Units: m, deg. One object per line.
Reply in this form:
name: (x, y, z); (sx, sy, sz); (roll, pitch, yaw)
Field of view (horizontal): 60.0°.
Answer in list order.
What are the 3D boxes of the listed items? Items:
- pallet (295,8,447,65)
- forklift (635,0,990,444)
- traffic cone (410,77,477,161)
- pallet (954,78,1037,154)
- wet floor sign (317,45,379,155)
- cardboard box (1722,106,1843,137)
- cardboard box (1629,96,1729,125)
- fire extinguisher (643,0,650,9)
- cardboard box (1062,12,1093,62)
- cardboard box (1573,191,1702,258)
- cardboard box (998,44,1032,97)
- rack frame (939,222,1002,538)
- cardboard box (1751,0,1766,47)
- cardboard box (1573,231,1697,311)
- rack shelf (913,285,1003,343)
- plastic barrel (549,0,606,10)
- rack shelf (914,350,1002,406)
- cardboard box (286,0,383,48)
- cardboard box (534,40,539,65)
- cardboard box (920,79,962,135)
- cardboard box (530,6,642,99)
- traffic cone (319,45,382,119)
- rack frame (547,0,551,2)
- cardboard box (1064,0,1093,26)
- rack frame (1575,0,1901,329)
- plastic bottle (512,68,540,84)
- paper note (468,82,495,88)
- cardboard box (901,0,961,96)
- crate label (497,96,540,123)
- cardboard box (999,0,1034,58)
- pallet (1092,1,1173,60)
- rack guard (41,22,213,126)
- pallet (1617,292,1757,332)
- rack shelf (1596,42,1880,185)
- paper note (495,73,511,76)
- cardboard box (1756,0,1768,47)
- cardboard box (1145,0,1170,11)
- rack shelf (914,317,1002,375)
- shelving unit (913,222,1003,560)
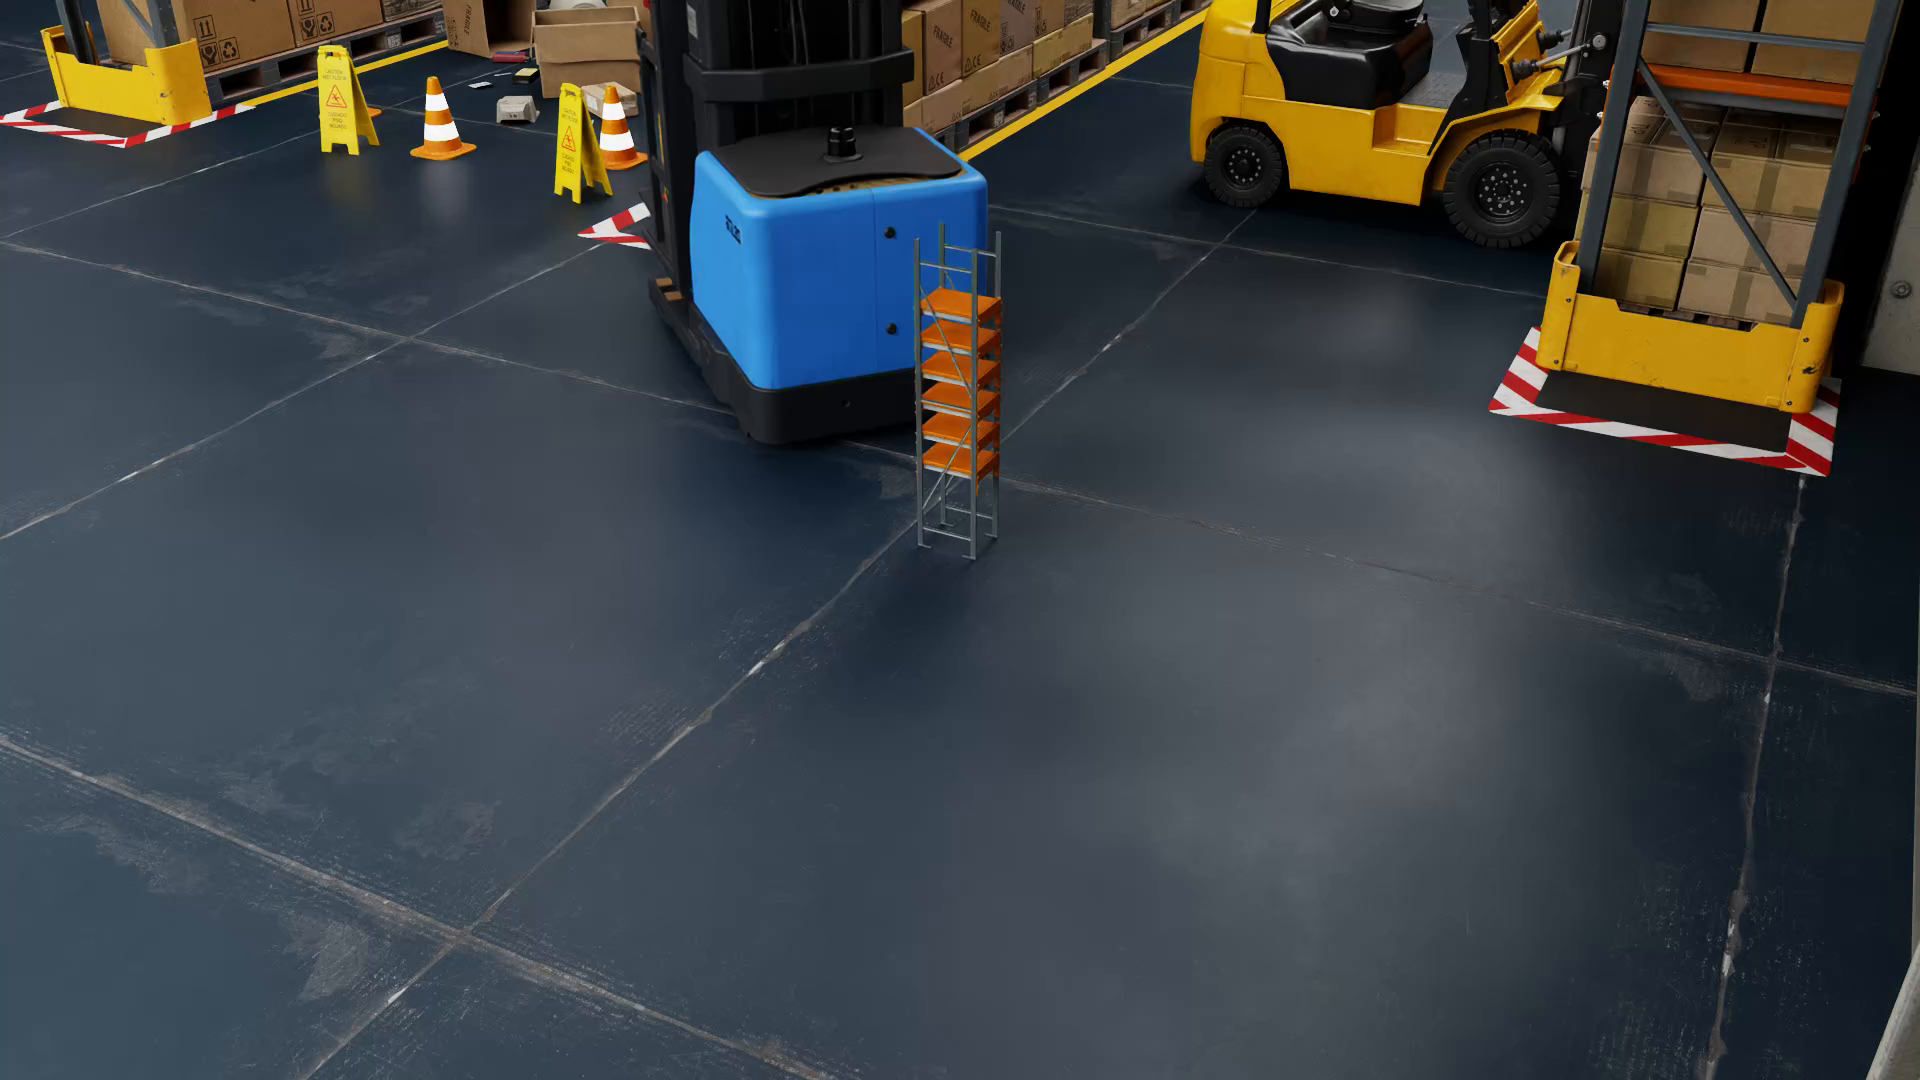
pallet: (-4.778, -3.960, 12.934); (1.003, 0.211, 1.213); (14, 33, 23)
forklift: (-0.893, -2.379, 7.449); (1.130, 2.935, 3.031); (-11, 32, -19)
traffic cone: (-3.272, -2.665, 10.425); (0.336, 0.463, 0.334); (14, 33, 23)
pallet: (-0.184, -2.896, 11.081); (1.003, 0.211, 1.213); (14, 33, 23)
wet floor sign: (-3.880, -2.775, 10.435); (0.267, 0.644, 0.232); (9, 31, 15)
cardboard box: (3.855, -1.872, 7.833); (0.500, 0.250, 0.500); (14, 33, 23)
cardboard box: (3.403, -1.982, 8.024); (0.500, 0.250, 0.500); (15, 33, 24)
fire extinguisher: (-1.639, -3.201, 8.889); (0.296, 0.674, 0.183); (14, 33, 23)
cardboard box: (0.615, -3.620, 11.881); (0.500, 0.250, 0.500); (16, 33, 25)
cardboard box: (3.187, -1.549, 7.773); (0.500, 0.250, 0.500); (14, 33, 23)
cardboard box: (0.146, -3.157, 11.076); (0.500, 0.250, 0.500); (15, 33, 24)
rack frame: (0.035, -0.554, 6.011); (0.240, 1.200, 0.006); (14, 33, 23)
cardboard box: (3.479, -2.605, 7.674); (0.500, 0.500, 0.500); (15, 33, 25)
cardboard box: (3.176, -1.326, 7.886); (0.500, 0.250, 0.500); (15, 33, 24)
rack shelf: (-0.007, -0.788, 5.783); (0.258, 0.103, 0.180); (14, 33, 23)
plastic barrel: (-2.959, -4.064, 12.901); (0.421, 0.421, 0.512); (-12, 32, -20)
rack shelf: (-0.007, -0.579, 5.902); (0.258, 0.103, 0.180); (14, 33, 23)
cardboard box: (-4.980, -4.225, 12.308); (0.875, 0.875, 0.875); (14, 33, 23)
cardboard box: (-2.951, -3.666, 12.368); (0.396, 0.266, 0.258); (21, 36, 32)
cardboard box: (-0.324, -2.689, 10.261); (0.500, 0.250, 0.500); (16, 33, 25)
cardboard box: (-2.631, -3.451, 11.754); (0.797, 0.503, 0.637); (-7, 31, -11)
traffic cone: (-4.123, -3.072, 11.134); (0.336, 0.463, 0.334); (14, 33, 23)
rack frame: (-3.807, -6.032, 13.741); (1.000, 3.000, 0.127); (14, 33, 23)
cardboard box: (0.615, -3.945, 11.695); (0.500, 0.500, 0.500); (14, 33, 23)
rack frame: (3.244, -2.056, 6.818); (1.000, 3.000, 0.127); (14, 33, 23)
plastic bottle: (-3.137, -3.375, 12.066); (0.133, 0.061, 0.283); (4, 30, 6)
paper note: (-3.423, -3.262, 11.901); (0.142, 0.017, 0.144); (-25, 38, -36)
cardboard box: (-0.319, -3.034, 10.107); (0.500, 0.500, 0.500); (13, 32, 21)
crate label: (-2.970, -2.886, 11.138); (0.250, 0.136, 0.298); (-1, 30, -3)
cardboard box: (0.153, -3.493, 10.907); (0.500, 0.500, 0.500); (16, 34, 26)
pallet: (0.999, -4.090, 13.160); (1.003, 0.211, 1.213); (14, 33, 23)
rack guard: (-5.640, -3.164, 11.257); (1.175, 0.500, 0.348); (14, 33, 23)
pallet: (3.555, -1.195, 8.119); (1.003, 0.211, 1.213); (14, 33, 23)
rack shelf: (4.155, -2.631, 8.541); (1.077, 0.370, 4.000); (14, 33, 23)
paper note: (-3.349, -3.411, 12.179); (0.123, 0.001, 0.032); (-18, 34, -28)
cardboard box: (3.934, -2.492, 7.477); (0.500, 0.500, 0.500); (15, 33, 25)
cardboard box: (1.206, -4.549, 13.376); (0.950, 0.372, 0.625); (16, 34, 26)
rack shelf: (-0.007, -0.683, 5.843); (0.258, 0.103, 0.180); (14, 33, 23)
shelving unit: (-0.007, -0.514, 5.940); (0.258, 1.200, 0.189); (14, 33, 23)
